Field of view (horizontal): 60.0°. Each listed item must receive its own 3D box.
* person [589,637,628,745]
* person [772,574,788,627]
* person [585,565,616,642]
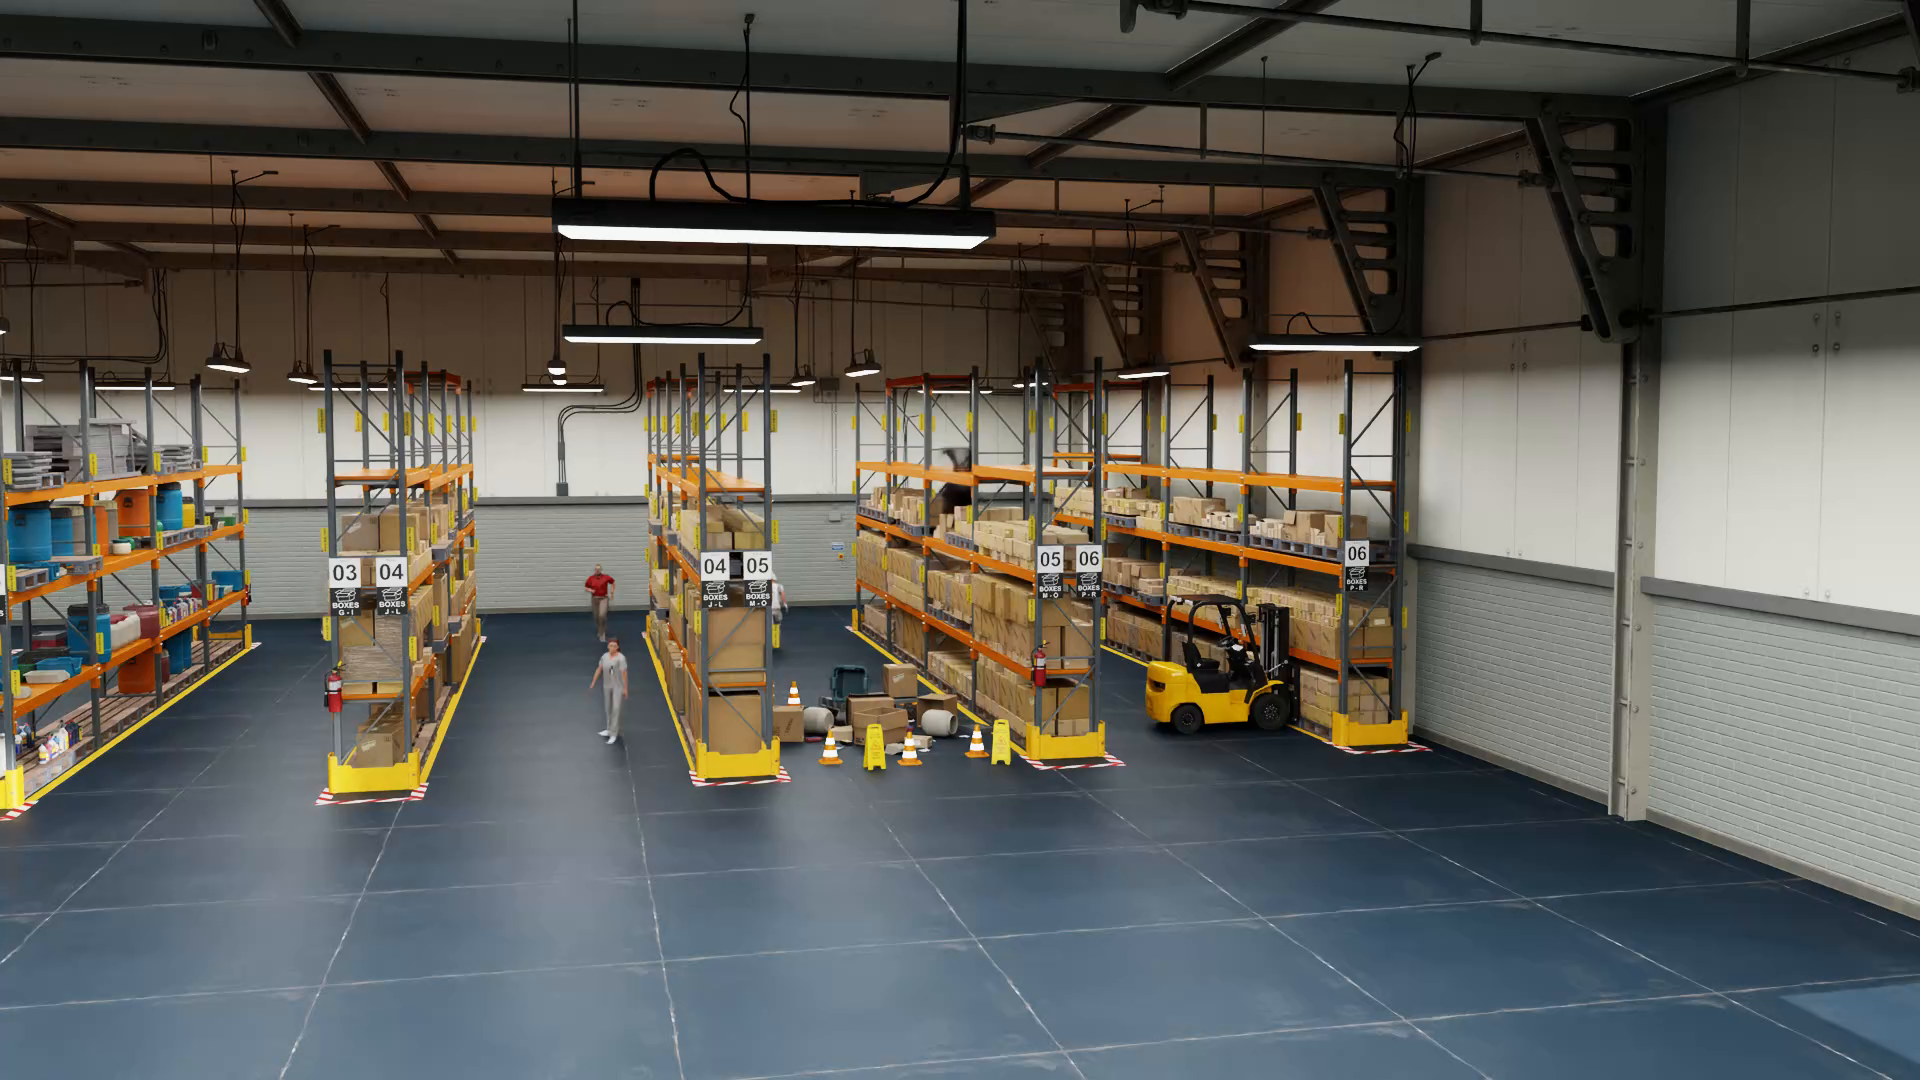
[{"bbox_3d":[-5.542,2.351,26.340,0.624,1.663,0.761,1,4,20],"label":"person"},{"bbox_3d":[-4.195,1.595,37.071,0.699,1.613,1.119,0,4,2],"label":"person"},{"bbox_3d":[-8.365,1.461,38.617,0.648,1.793,0.811,0,4,5],"label":"person"}]
